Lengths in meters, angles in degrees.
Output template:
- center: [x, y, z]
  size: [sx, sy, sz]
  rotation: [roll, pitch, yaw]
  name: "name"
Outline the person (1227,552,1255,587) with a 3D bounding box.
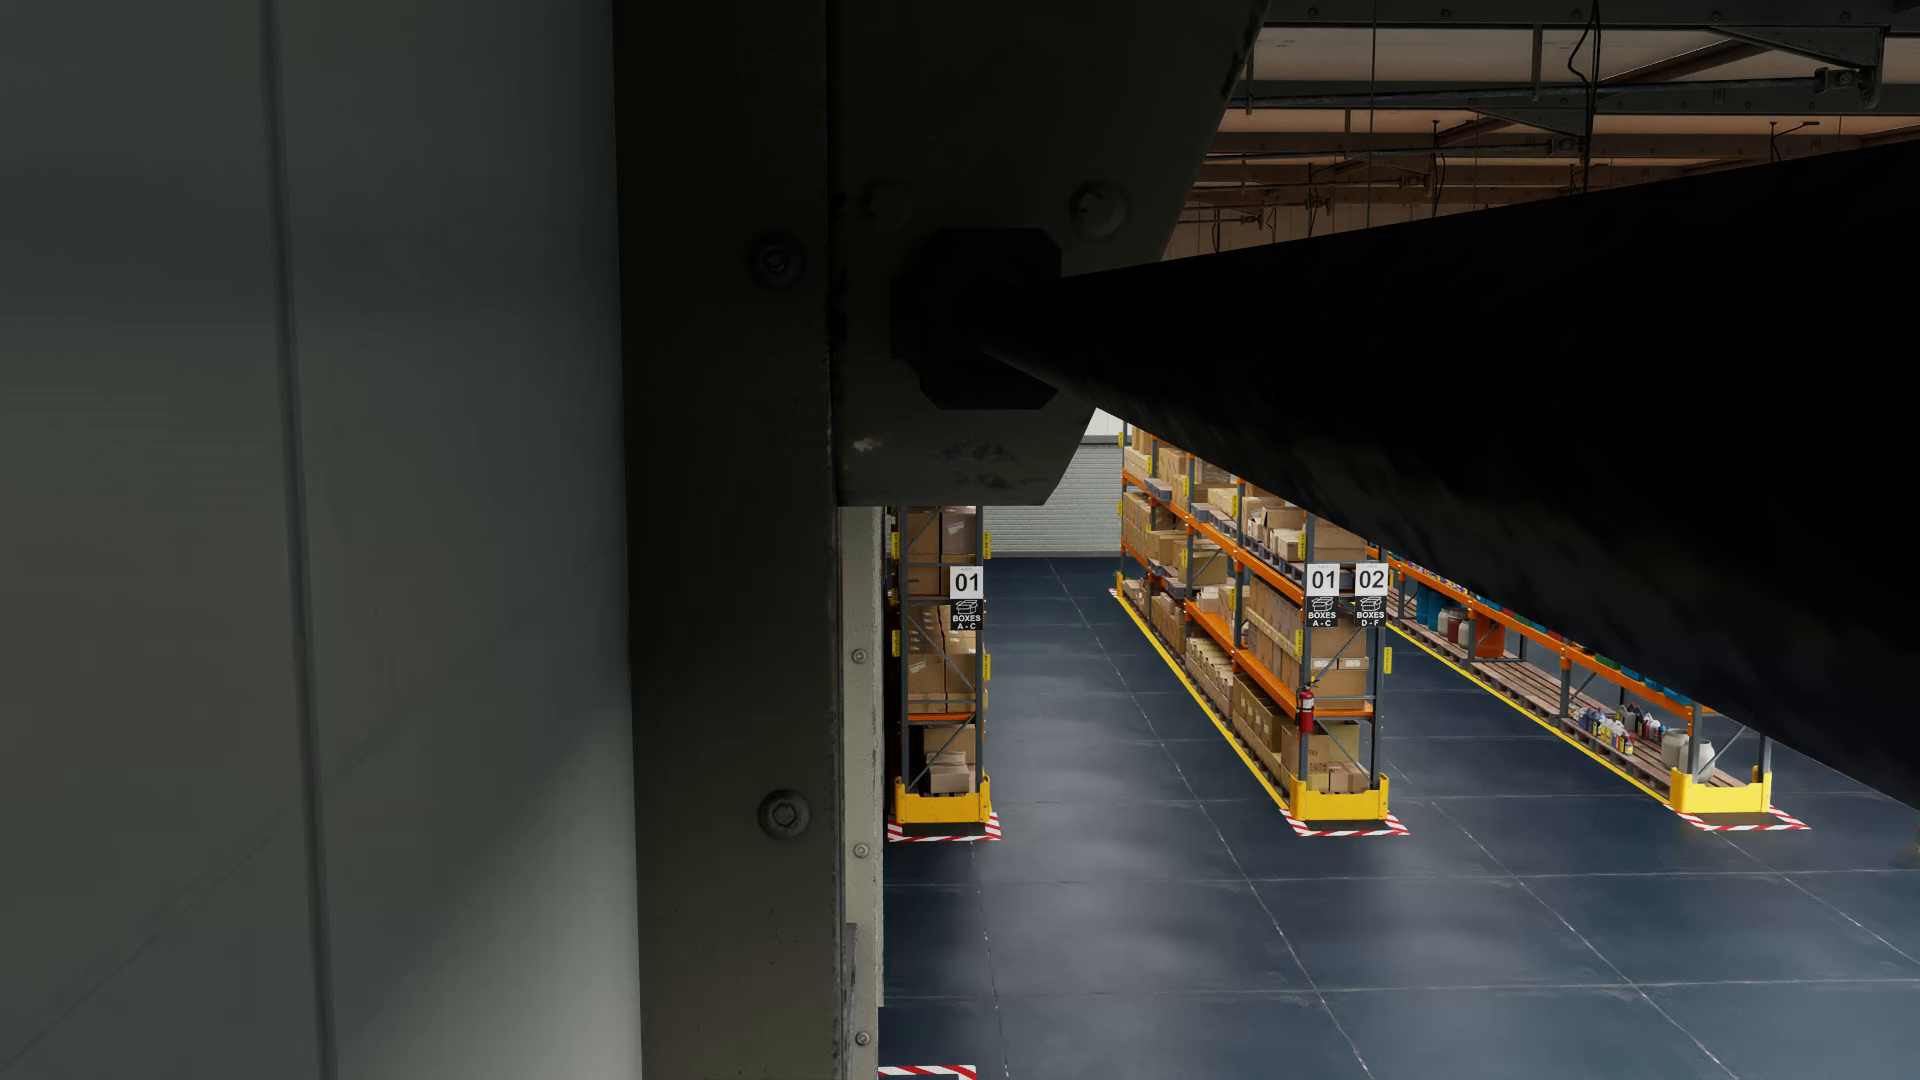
- center: [6.015, 0.543, 35.098]
  size: [0.713, 1.765, 0.882]
  rotation: [-1, 8, -5]
  name: "person"
